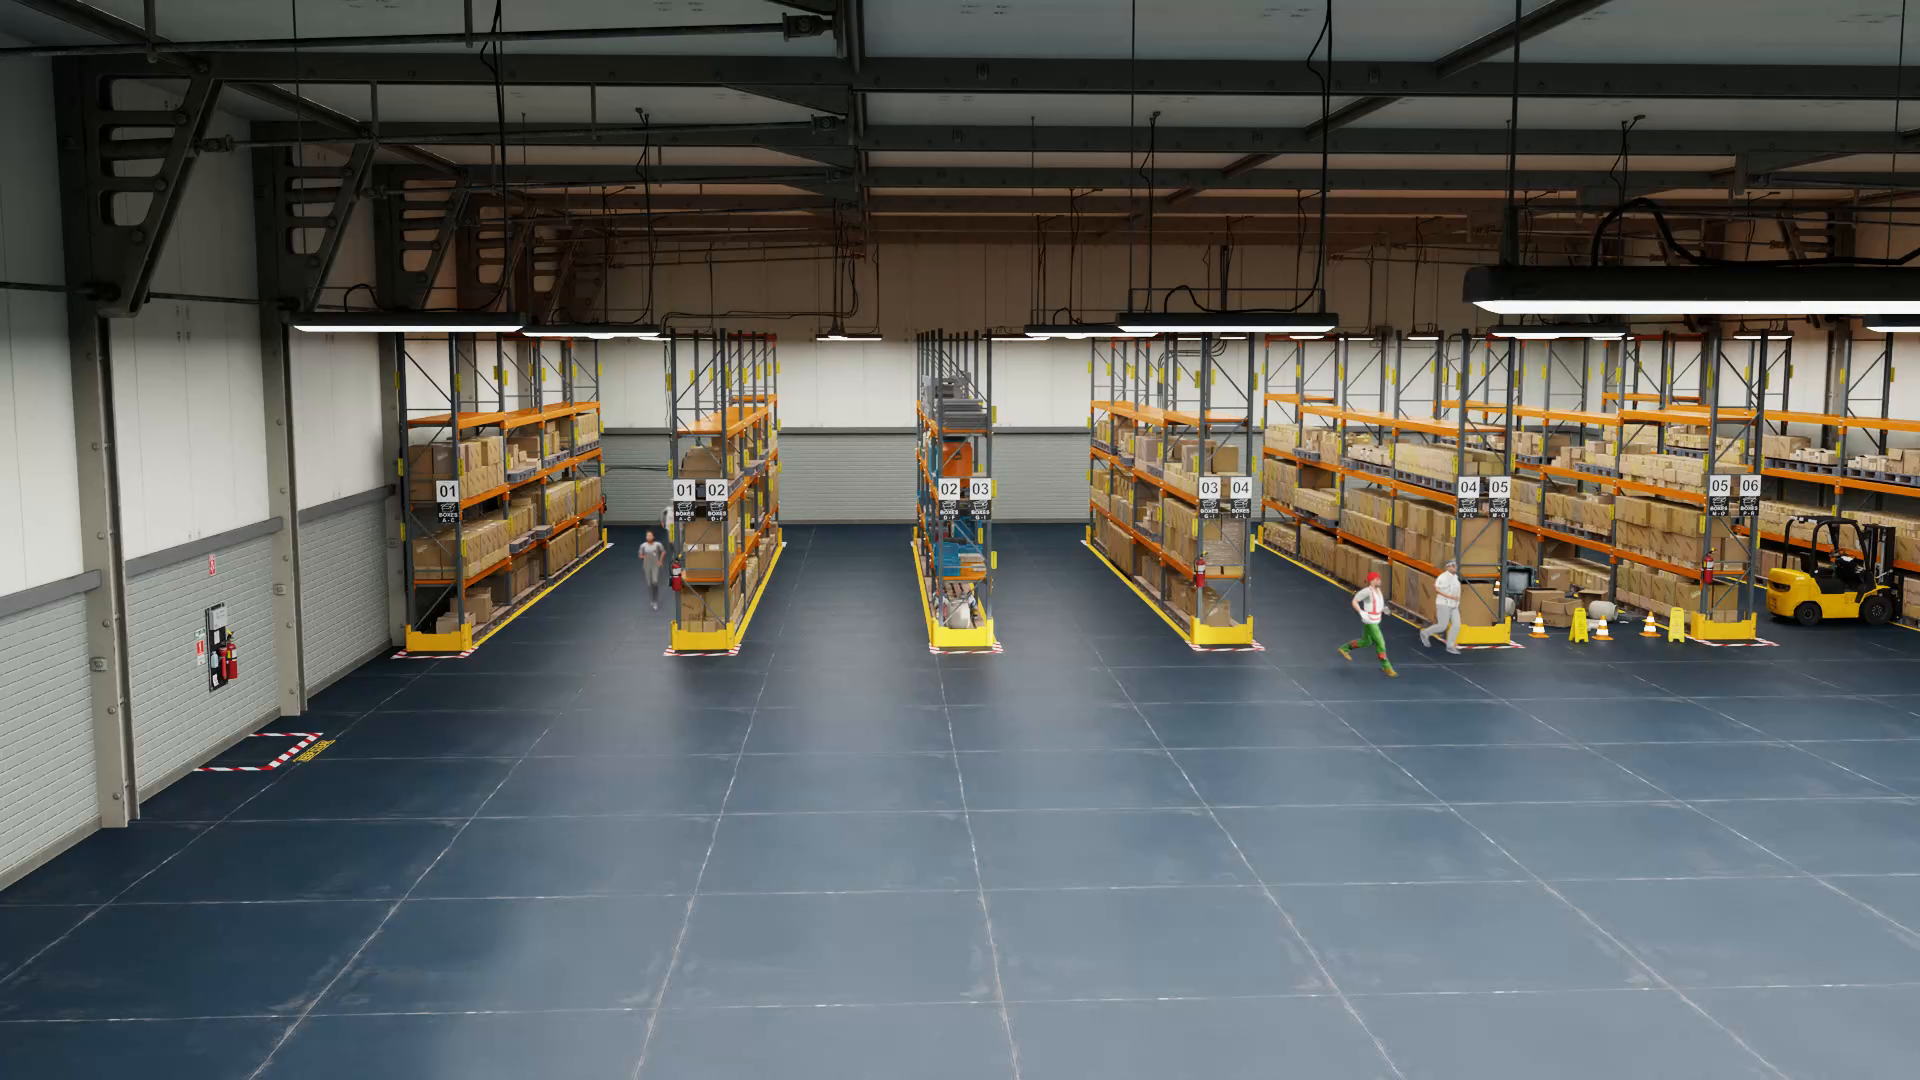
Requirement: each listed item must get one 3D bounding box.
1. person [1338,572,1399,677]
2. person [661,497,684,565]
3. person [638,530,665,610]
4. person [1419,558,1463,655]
[{"bbox_3d":[7.145,1.441,28.995,1.150,1.801,0.626,4,8,32],"label":"person"},{"bbox_3d":[-7.448,-0.255,43.335,0.681,1.787,0.826,-1,7,-8],"label":"person"},{"bbox_3d":[-6.706,0.645,36.147,0.546,1.725,0.759,0,7,-1],"label":"person"},{"bbox_3d":[9.067,1.209,31.032,0.673,1.779,0.826,-5,9,-39],"label":"person"}]
